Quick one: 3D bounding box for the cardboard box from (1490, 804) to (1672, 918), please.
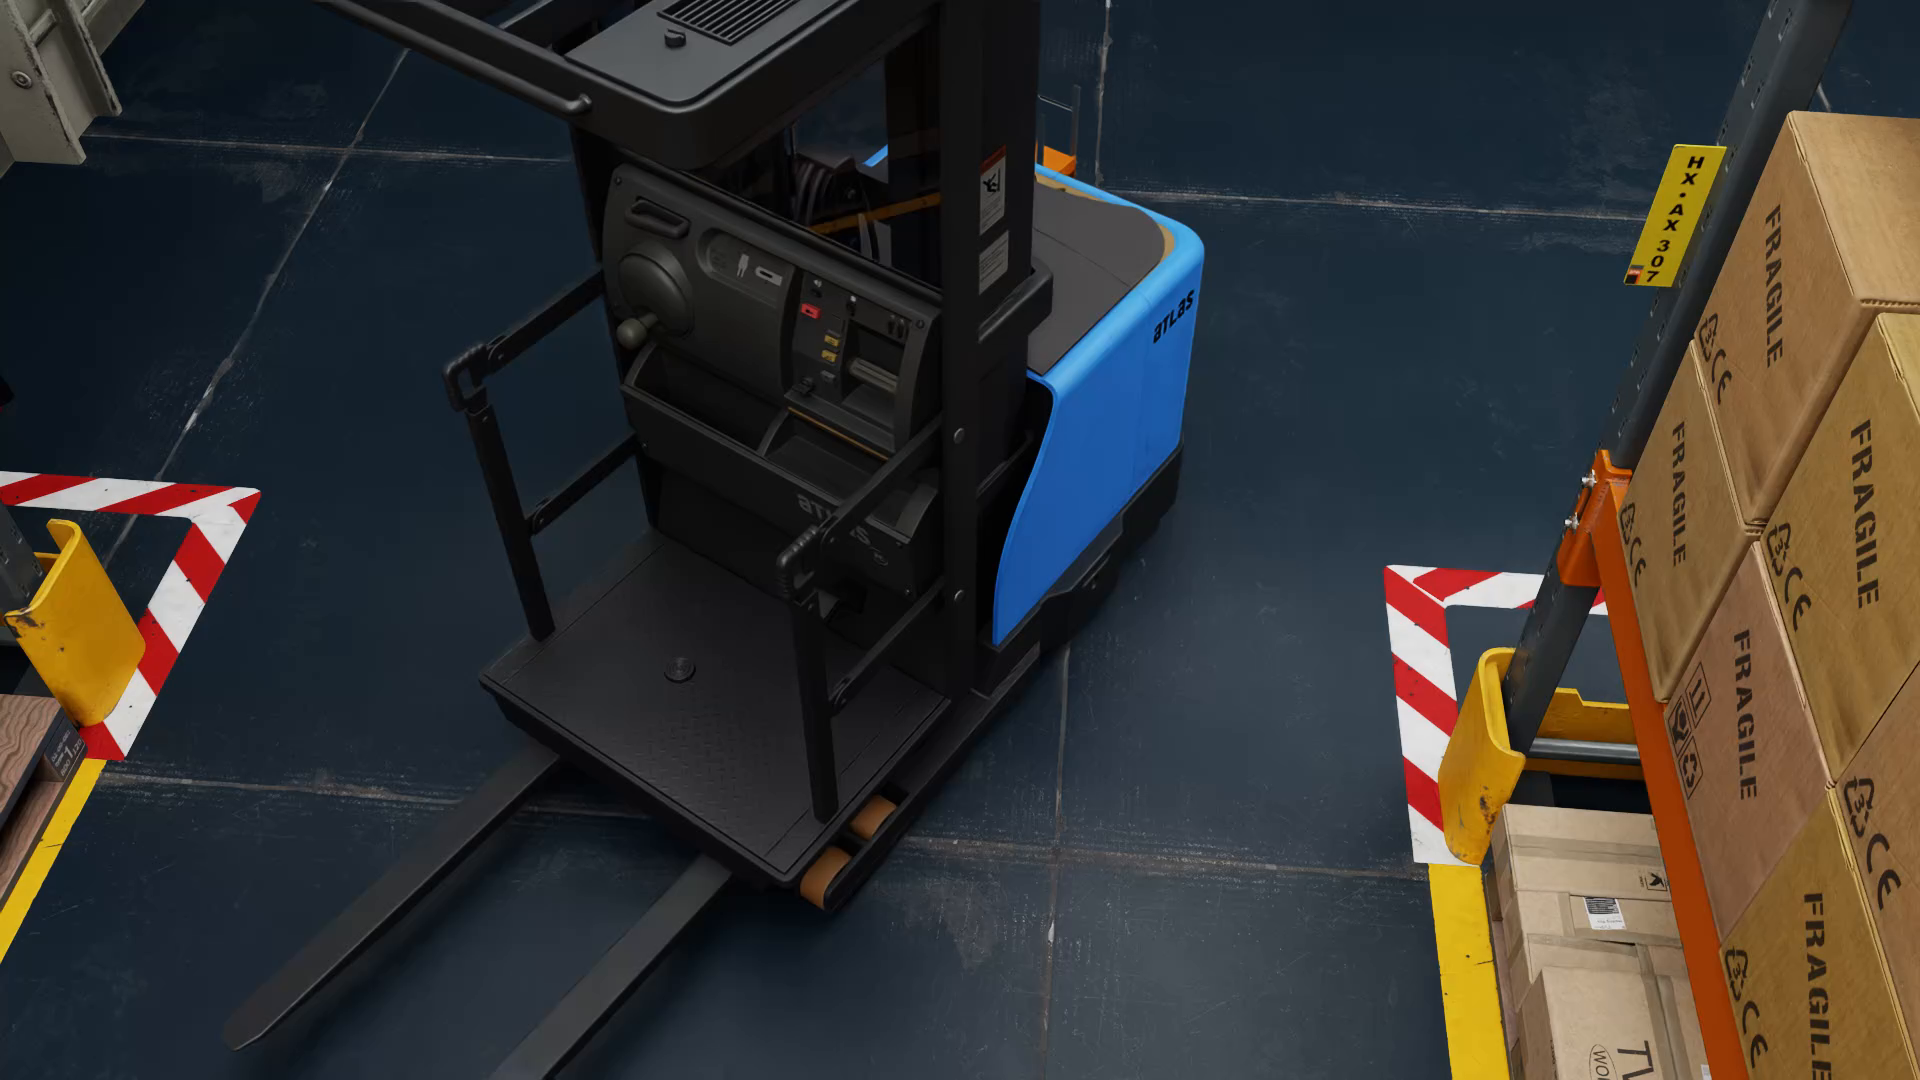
[{"bbox_3d":[1.534,0.808,4.112,0.380,0.149,0.250,4,48,4],"label":"cardboard box"}]

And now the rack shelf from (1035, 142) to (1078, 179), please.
[{"bbox_3d":[0.198,-1.120,5.033,0.258,0.103,0.180,28,53,23],"label":"rack shelf"}]

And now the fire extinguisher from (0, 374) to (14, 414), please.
[{"bbox_3d":[-2.546,-0.548,4.024,0.296,0.674,0.183,4,48,4],"label":"fire extinguisher"}]

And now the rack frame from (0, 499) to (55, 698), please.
[{"bbox_3d":[-3.019,-0.620,3.785,1.000,3.000,0.127,4,48,4],"label":"rack frame"}]

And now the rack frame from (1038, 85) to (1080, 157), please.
[{"bbox_3d":[0.251,-0.961,5.316,0.240,1.200,0.006,28,53,23],"label":"rack frame"}]

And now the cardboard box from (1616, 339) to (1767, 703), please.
[{"bbox_3d":[1.611,-0.015,3.163,0.500,0.500,0.500,5,48,4],"label":"cardboard box"}]

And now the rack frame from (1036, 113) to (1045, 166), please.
[{"bbox_3d":[0.144,-0.852,5.216,0.240,1.200,0.006,28,53,23],"label":"rack frame"}]

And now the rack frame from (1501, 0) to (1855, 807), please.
[{"bbox_3d":[1.914,-0.290,3.482,1.000,3.000,0.127,4,48,4],"label":"rack frame"}]

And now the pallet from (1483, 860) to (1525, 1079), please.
[{"bbox_3d":[1.836,1.293,3.924,1.003,0.211,1.213,4,48,4],"label":"pallet"}]

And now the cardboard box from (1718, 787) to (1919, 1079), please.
[{"bbox_3d":[1.521,0.733,2.479,0.500,0.500,0.500,4,48,3],"label":"cardboard box"}]

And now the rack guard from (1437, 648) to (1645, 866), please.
[{"bbox_3d":[1.907,0.610,4.354,1.175,0.500,0.348,4,48,4],"label":"rack guard"}]

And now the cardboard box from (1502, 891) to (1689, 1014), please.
[{"bbox_3d":[1.511,0.986,3.937,0.380,0.166,0.250,4,48,4],"label":"cardboard box"}]

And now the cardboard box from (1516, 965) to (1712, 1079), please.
[{"bbox_3d":[1.537,1.238,3.651,0.500,0.250,0.500,4,48,4],"label":"cardboard box"}]

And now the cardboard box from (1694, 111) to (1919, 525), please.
[{"bbox_3d":[1.611,-0.353,2.794,0.500,0.500,0.500,5,48,5],"label":"cardboard box"}]

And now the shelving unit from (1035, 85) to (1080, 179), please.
[{"bbox_3d":[0.197,-0.907,5.266,0.258,1.200,0.189,28,53,23],"label":"shelving unit"}]

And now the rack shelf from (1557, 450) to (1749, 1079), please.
[{"bbox_3d":[1.732,1.423,2.404,1.077,0.370,4.000,4,48,4],"label":"rack shelf"}]

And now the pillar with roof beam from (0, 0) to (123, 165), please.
[{"bbox_3d":[0.653,-4.398,3.174,9.100,9.000,0.400,4,48,4],"label":"pillar with roof beam"}]

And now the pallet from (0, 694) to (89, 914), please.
[{"bbox_3d":[-3.014,0.914,4.271,1.003,0.211,1.213,4,48,4],"label":"pallet"}]

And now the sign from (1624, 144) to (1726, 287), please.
[{"bbox_3d":[1.374,-0.618,3.196,0.100,0.325,0.005,4,48,4],"label":"sign"}]

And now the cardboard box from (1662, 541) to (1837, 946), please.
[{"bbox_3d":[1.570,0.364,2.816,0.500,0.500,0.500,3,48,3],"label":"cardboard box"}]

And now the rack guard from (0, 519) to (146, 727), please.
[{"bbox_3d":[-3.017,0.206,4.723,1.175,0.500,0.348,4,48,4],"label":"rack guard"}]

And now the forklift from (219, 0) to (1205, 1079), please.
[{"bbox_3d":[-0.578,-0.437,3.663,1.130,2.935,3.031,28,53,23],"label":"forklift"}]

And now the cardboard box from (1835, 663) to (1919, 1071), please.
[{"bbox_3d":[1.521,0.399,2.107,0.500,0.500,0.500,4,48,4],"label":"cardboard box"}]

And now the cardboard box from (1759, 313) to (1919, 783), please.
[{"bbox_3d":[1.571,0.032,2.443,0.500,0.500,0.500,4,48,4],"label":"cardboard box"}]
